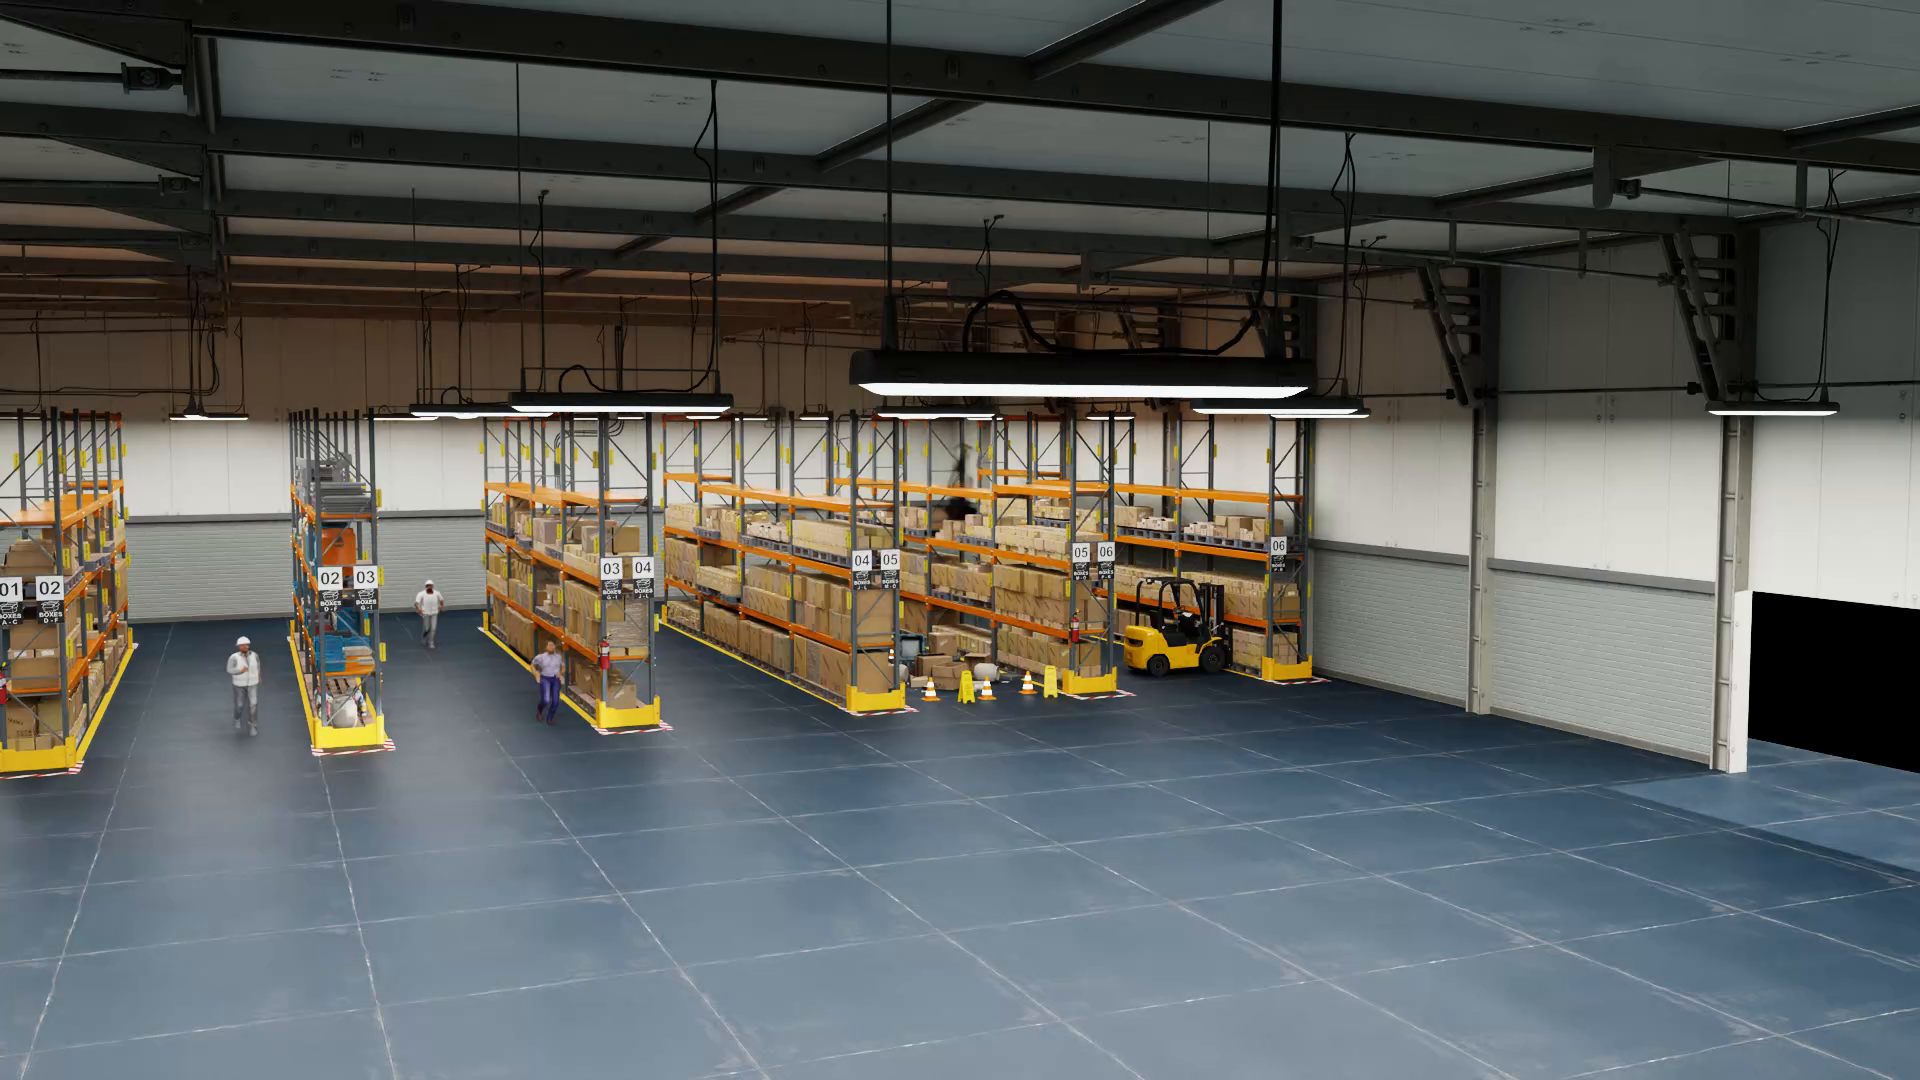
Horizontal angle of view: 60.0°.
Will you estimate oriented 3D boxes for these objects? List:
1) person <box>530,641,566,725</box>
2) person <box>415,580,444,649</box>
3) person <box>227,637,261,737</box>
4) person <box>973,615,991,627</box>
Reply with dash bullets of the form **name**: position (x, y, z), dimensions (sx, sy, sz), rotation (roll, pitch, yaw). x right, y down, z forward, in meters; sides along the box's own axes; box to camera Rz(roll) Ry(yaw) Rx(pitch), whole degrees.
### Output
- **person**: position (-7.793, 2.716, 31.639), dimensions (0.648, 1.593, 0.504), rotation (-3, 5, -33)
- **person**: position (-13.548, 1.887, 42.505), dimensions (0.723, 1.742, 0.644), rotation (-2, 5, -29)
- **person**: position (-13.171, 2.673, 30.600), dimensions (0.635, 1.804, 0.907), rotation (-3, 5, -36)
- **person**: position (0.577, 1.700, 46.056), dimensions (0.623, 1.679, 0.891), rotation (-3, 5, -36)
